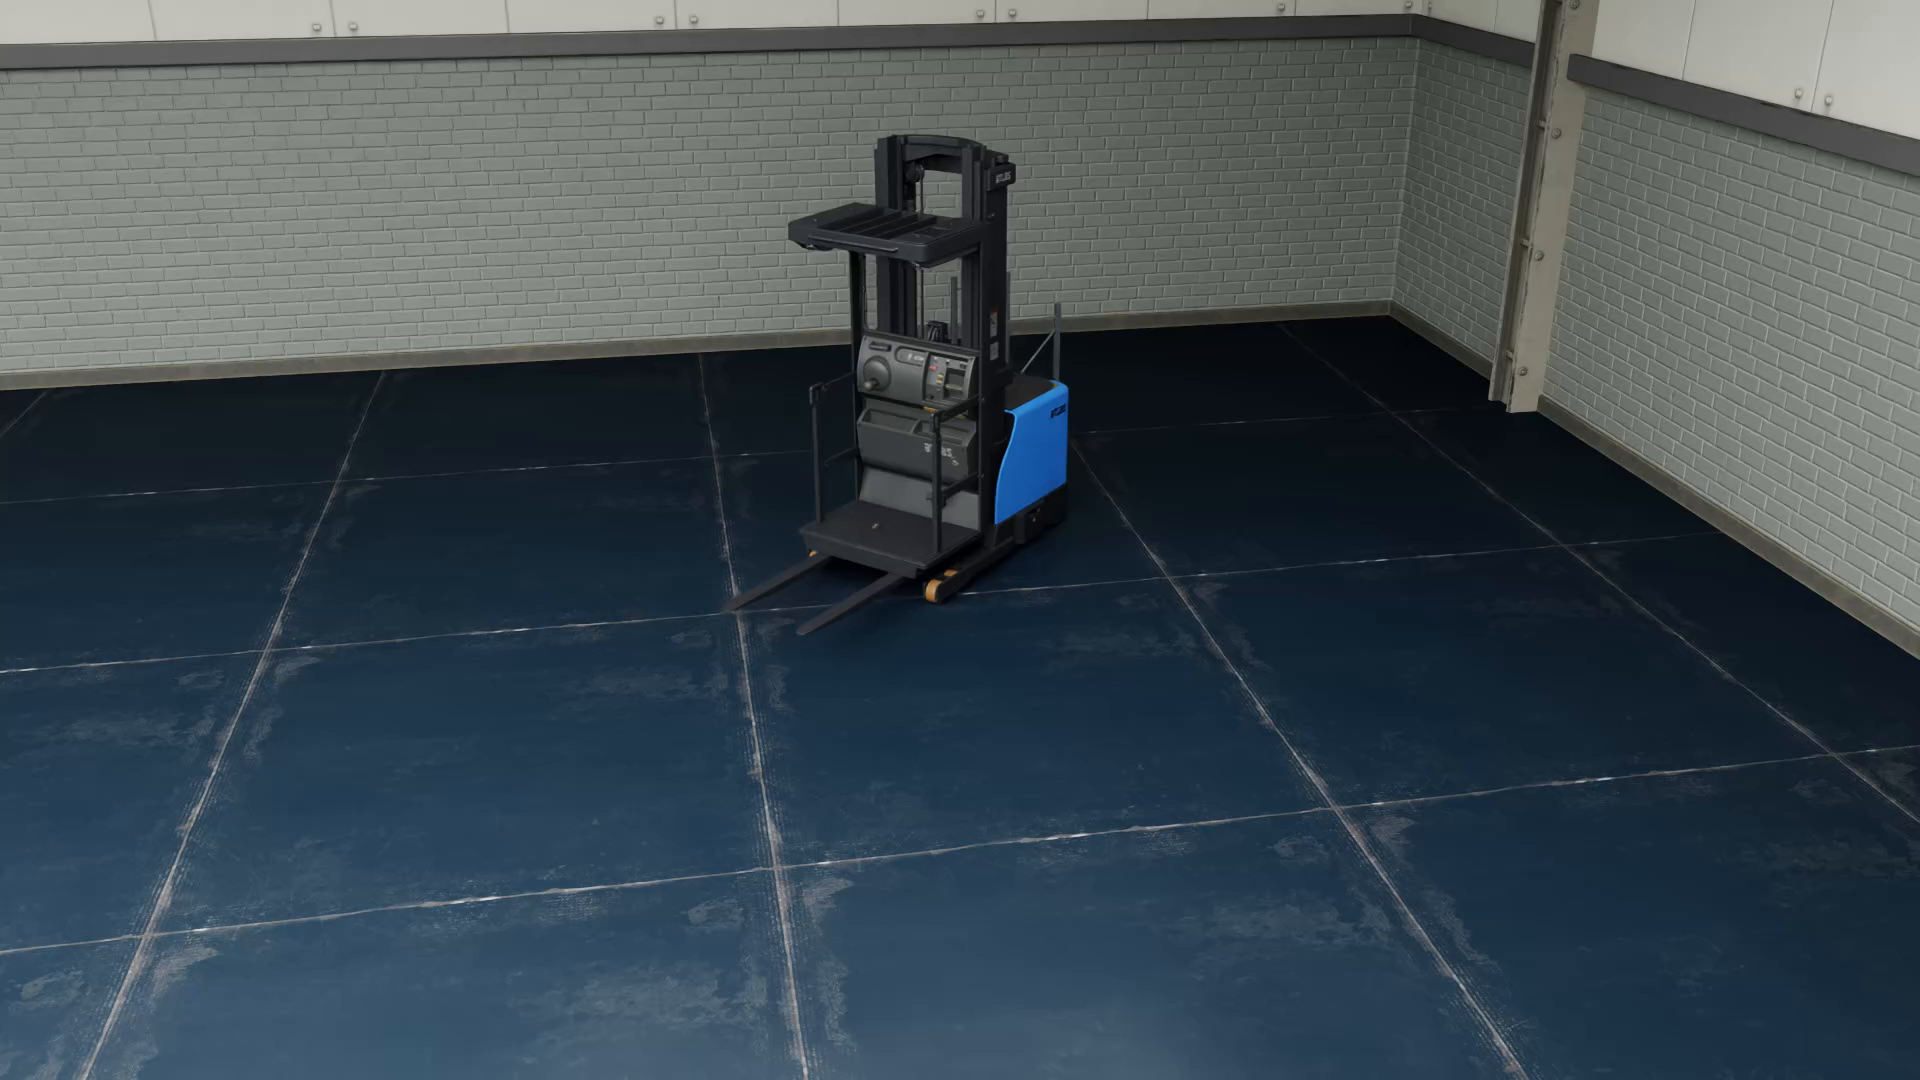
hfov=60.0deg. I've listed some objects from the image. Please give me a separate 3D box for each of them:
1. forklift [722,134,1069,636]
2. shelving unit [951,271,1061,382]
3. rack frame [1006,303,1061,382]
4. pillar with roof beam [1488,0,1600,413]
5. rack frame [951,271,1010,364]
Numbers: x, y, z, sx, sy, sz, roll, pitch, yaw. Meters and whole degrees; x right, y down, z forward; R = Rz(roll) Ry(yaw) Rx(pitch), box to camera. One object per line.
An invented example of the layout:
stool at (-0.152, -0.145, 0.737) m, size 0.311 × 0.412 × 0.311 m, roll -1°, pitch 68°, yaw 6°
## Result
forklift at (-0.419, -1.126, 11.167) m, size 1.130 × 2.935 × 3.031 m, roll 15°, pitch 28°, yaw 30°
shelving unit at (0.351, -1.261, 13.264) m, size 0.587 × 1.500 × 1.083 m, roll -9°, pitch 25°, yaw -19°
rack frame at (0.527, -1.074, 12.836) m, size 0.500 × 1.500 × 0.032 m, roll -9°, pitch 25°, yaw -19°
pillar with roof beam at (0.783, -5.032, 12.527) m, size 9.100 × 9.000 × 0.400 m, roll -4°, pitch 24°, yaw -10°
rack frame at (0.169, -1.455, 13.708) m, size 0.500 × 1.500 × 0.032 m, roll -9°, pitch 25°, yaw -19°
